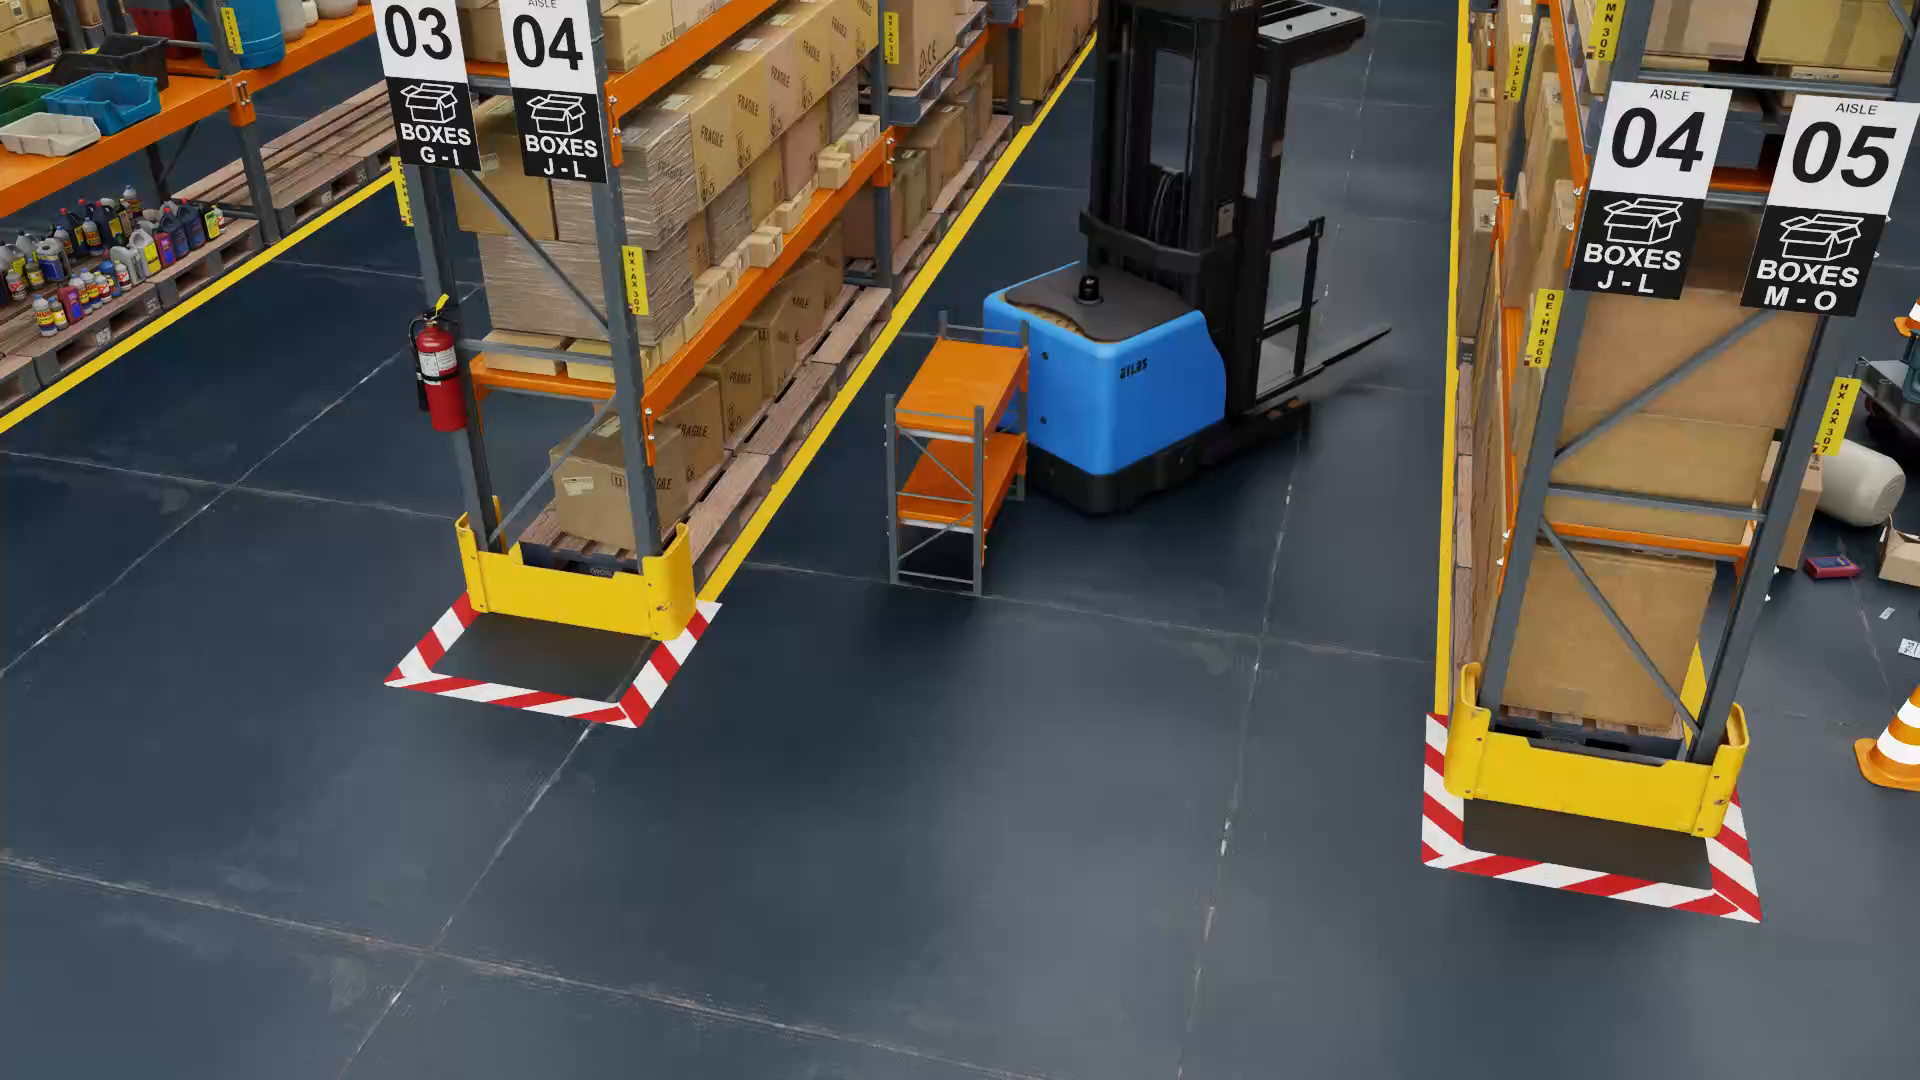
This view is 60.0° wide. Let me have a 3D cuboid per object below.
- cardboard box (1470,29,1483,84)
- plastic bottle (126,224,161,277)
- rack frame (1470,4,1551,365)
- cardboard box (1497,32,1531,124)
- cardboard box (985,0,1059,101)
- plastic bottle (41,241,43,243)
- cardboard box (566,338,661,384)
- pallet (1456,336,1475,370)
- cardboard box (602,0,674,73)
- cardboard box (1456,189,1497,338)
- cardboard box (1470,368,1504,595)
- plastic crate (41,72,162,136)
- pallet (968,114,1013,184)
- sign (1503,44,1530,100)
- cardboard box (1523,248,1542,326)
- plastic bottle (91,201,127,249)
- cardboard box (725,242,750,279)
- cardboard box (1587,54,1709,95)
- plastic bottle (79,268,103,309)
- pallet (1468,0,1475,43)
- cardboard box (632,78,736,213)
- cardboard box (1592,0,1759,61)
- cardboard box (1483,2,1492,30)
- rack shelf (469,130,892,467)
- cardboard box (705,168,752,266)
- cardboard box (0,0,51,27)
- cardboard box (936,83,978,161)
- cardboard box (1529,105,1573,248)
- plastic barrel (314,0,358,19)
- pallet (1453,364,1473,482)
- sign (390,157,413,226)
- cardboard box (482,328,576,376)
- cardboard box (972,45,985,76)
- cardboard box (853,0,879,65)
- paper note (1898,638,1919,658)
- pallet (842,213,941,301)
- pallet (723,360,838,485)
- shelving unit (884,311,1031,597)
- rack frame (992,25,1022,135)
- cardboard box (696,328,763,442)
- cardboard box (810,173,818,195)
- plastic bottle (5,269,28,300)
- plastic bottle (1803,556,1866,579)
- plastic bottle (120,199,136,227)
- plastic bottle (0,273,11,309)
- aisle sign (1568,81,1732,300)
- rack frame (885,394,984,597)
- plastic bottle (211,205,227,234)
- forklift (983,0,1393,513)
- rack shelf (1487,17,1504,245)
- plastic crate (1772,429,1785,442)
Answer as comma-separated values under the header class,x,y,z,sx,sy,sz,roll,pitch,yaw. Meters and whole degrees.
class,x,y,z,sx,sy,sz,roll,pitch,yaw
cardboard box,4.982,-4.343,15.224,0.500,0.500,0.500,7,33,10
plastic bottle,-5.779,-2.052,11.740,0.144,0.351,0.185,8,33,12
rack frame,3.799,-2.222,9.950,1.000,3.000,0.127,8,33,12
cardboard box,3.929,-3.096,11.231,0.500,0.500,0.500,8,33,13
cardboard box,0.238,-4.662,15.376,1.225,0.875,0.875,7,33,10
plastic bottle,-6.512,-2.025,11.838,0.097,0.201,0.097,0,32,0
cardboard box,-1.685,-0.884,8.079,0.380,0.149,0.250,8,33,12
pallet,3.922,-1.456,11.344,1.003,0.211,1.213,8,33,12
cardboard box,-1.616,-2.292,7.403,0.500,0.250,0.500,9,34,14
cardboard box,3.870,-1.785,10.967,1.050,0.750,0.750,8,33,12
cardboard box,3.114,-0.245,8.429,0.875,0.875,0.875,8,33,12
plastic crate,-5.782,-2.950,11.234,0.499,0.251,0.616,8,33,12
pallet,-0.157,-3.444,14.470,1.003,0.211,1.213,8,33,12
sign,3.272,-2.746,9.769,0.100,0.325,0.005,8,33,12
cardboard box,3.311,-1.251,8.282,0.875,0.550,0.500,8,33,12
plastic bottle,-6.230,-2.310,12.147,0.144,0.351,0.185,8,33,12
cardboard box,-1.374,-1.533,9.100,0.380,0.149,0.250,8,33,12
cardboard box,2.541,-1.745,6.152,0.380,0.149,0.250,8,33,12
plastic bottle,-5.905,-1.711,11.279,0.097,0.271,0.097,0,32,0
pallet,5.966,-5.550,17.784,1.003,0.211,1.213,8,33,12
cardboard box,-1.451,-1.971,8.252,0.500,0.500,0.500,8,33,12
cardboard box,2.638,-1.986,6.160,0.500,0.250,0.500,8,33,13
cardboard box,4.996,-4.653,15.012,0.500,0.250,0.500,9,33,14
rack shelf,-1.480,-1.609,9.655,1.077,0.370,4.000,8,33,12
cardboard box,-1.642,-1.853,8.999,0.875,0.500,0.500,8,33,12
cardboard box,-9.433,-5.325,16.479,0.500,0.311,0.500,9,34,14
cardboard box,-0.237,-3.517,13.906,0.700,0.500,0.500,5,33,8
cardboard box,3.248,-1.716,8.007,0.875,0.550,0.500,8,33,12
plastic barrel,-5.122,-4.529,13.452,0.433,0.535,0.433,0,32,0
pallet,3.531,-0.662,10.094,1.003,0.211,1.213,8,33,12
sign,-2.520,-1.582,7.569,0.100,0.325,0.005,8,33,12
cardboard box,-2.115,-0.944,8.174,0.380,0.149,0.250,8,33,12
cardboard box,-0.099,-4.121,14.158,0.500,0.250,0.500,9,34,14
cardboard box,-0.821,-3.269,10.294,0.500,0.500,0.500,8,33,12
paper note,4.814,0.546,8.364,0.144,0.017,0.142,20,38,29
pallet,-0.777,-2.178,12.479,1.003,0.211,1.213,8,33,12
pallet,-1.417,-0.785,10.288,1.003,0.211,1.213,8,33,12
shelving unit,0.002,-0.478,8.954,0.538,1.125,1.048,8,33,12
rack frame,0.042,-5.026,14.360,1.000,3.000,0.127,8,33,12
cardboard box,-1.517,-0.956,9.896,0.500,0.500,0.500,11,34,17
cardboard box,-1.084,-2.186,10.127,0.380,0.149,0.250,8,33,12
plastic bottle,-6.486,-1.758,11.418,0.097,0.201,0.097,0,32,0
plastic bottle,4.719,0.146,8.964,0.283,0.061,0.133,-3,33,-4
plastic bottle,-6.294,-2.471,12.539,0.097,0.201,0.097,0,32,0
plastic bottle,-6.543,-1.714,11.272,0.061,0.283,0.133,8,33,12
aisle sign,2.476,-1.248,5.994,0.394,0.787,0.004,8,33,12
rack frame,-0.127,-0.214,8.539,0.500,1.125,0.032,8,33,12
plastic bottle,-5.554,-2.399,12.425,0.097,0.201,0.097,0,32,0
forklift,1.544,-2.057,9.753,3.031,2.935,1.130,-26,41,-35
rack shelf,4.307,-2.957,11.775,1.077,0.370,4.000,8,33,12
plastic crate,5.022,-0.791,10.266,0.662,0.188,0.450,-28,32,-37
